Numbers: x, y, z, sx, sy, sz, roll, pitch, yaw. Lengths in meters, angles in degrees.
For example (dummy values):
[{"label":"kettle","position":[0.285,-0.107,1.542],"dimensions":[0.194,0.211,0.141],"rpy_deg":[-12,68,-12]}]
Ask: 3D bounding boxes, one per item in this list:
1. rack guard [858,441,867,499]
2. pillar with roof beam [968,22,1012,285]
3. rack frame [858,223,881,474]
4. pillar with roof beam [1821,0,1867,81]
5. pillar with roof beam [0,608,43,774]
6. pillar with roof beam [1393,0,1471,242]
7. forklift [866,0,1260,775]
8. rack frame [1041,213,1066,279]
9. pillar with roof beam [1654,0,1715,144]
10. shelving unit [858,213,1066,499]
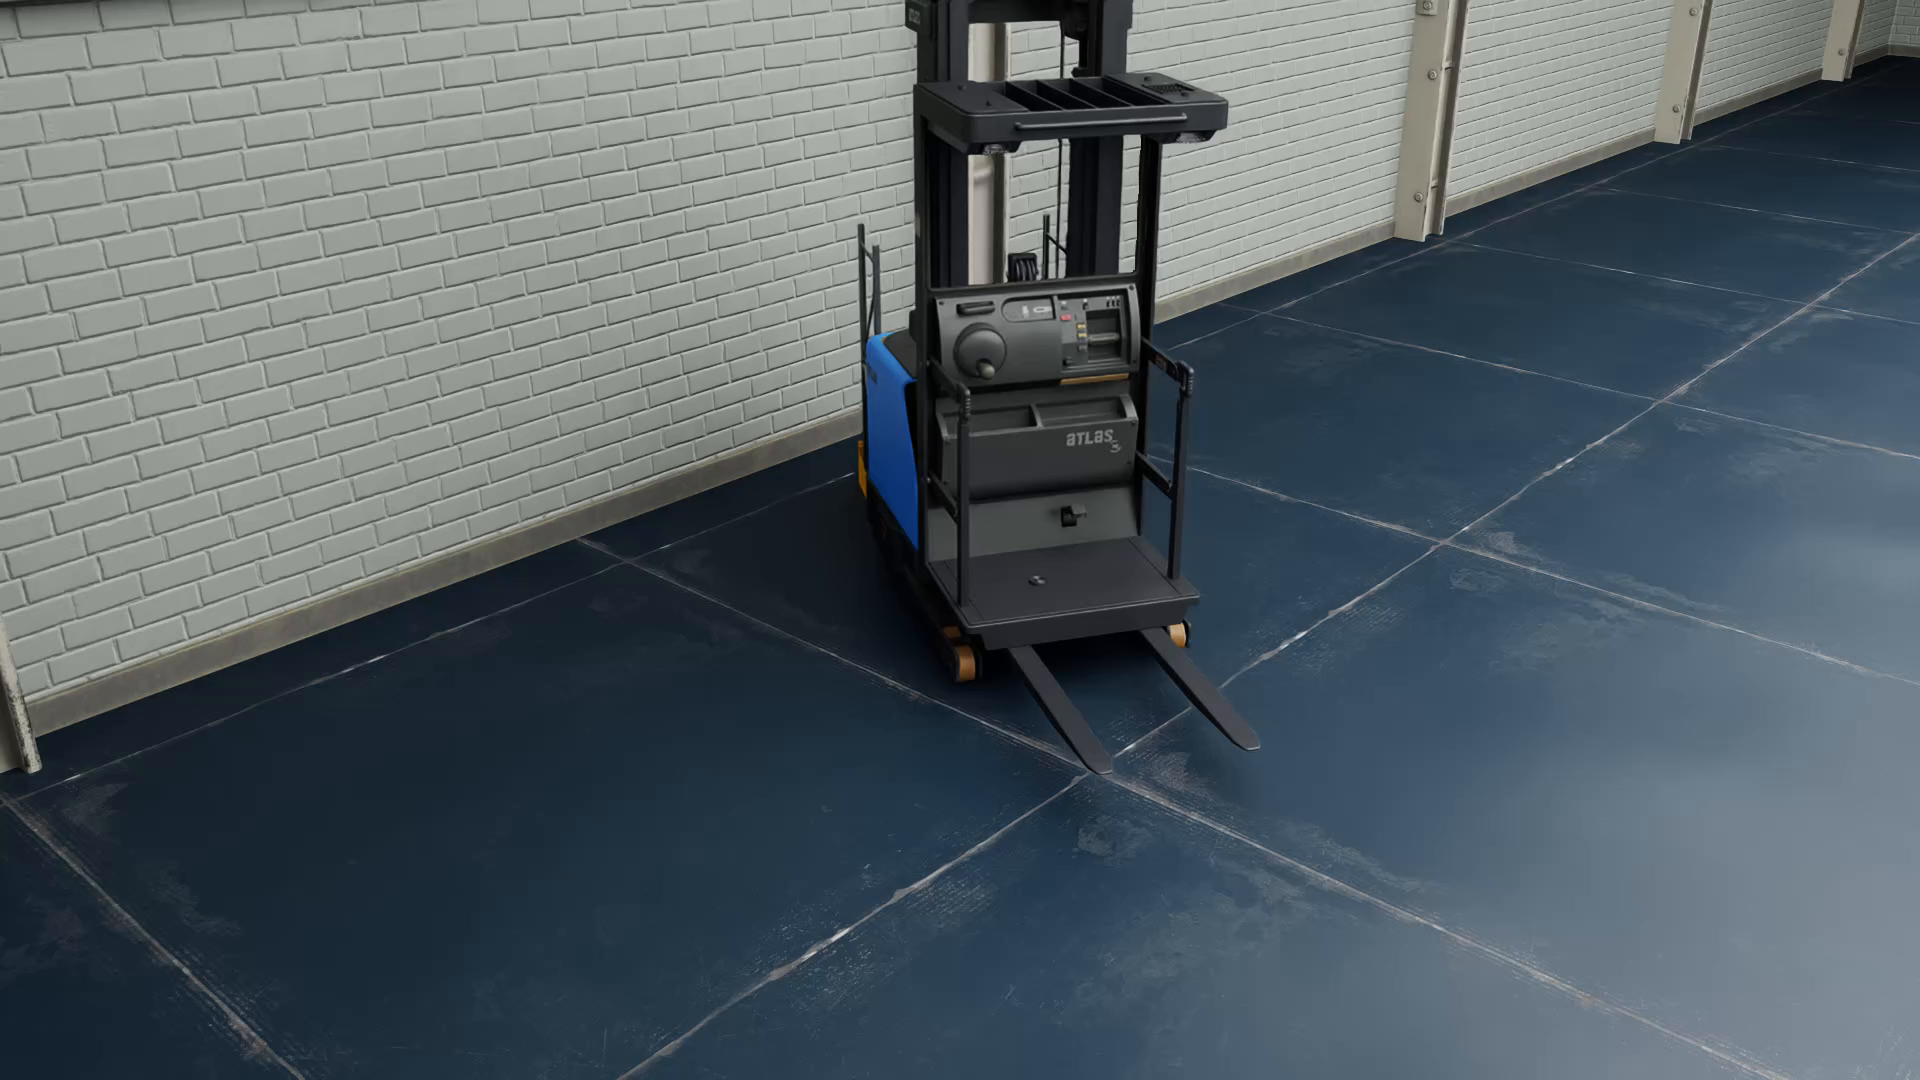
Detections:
[{"label":"rack guard","position":[-0.474,-0.330,9.180],"dimensions":[0.087,0.250,0.587],"rpy_deg":[-5,25,-12]},{"label":"pillar with roof beam","position":[3.270,-3.820,6.271],"dimensions":[9.100,9.000,0.400],"rpy_deg":[20,31,38]},{"label":"rack frame","position":[-0.475,-0.900,8.924],"dimensions":[0.032,1.500,0.500],"rpy_deg":[-5,25,-12]},{"label":"pillar with roof beam","position":[15.283,-9.304,18.502],"dimensions":[9.100,9.000,0.400],"rpy_deg":[20,31,38]},{"label":"pillar with roof beam","position":[-0.735,-1.992,2.194],"dimensions":[9.100,9.000,0.400],"rpy_deg":[20,31,38]},{"label":"pillar with roof beam","position":[7.274,-5.648,10.348],"dimensions":[9.100,9.000,0.400],"rpy_deg":[20,31,38]},{"label":"forklift","position":[0.412,-0.888,7.147],"dimensions":[1.130,2.935,3.031],"rpy_deg":[-7,25,-15]},{"label":"rack frame","position":[0.516,-0.991,9.128],"dimensions":[0.032,1.500,0.500],"rpy_deg":[-5,25,-12]},{"label":"pillar with roof beam","position":[11.279,-7.476,14.425],"dimensions":[9.100,9.000,0.400],"rpy_deg":[20,31,38]},{"label":"shelving unit","position":[0.012,-0.945,9.024],"dimensions":[1.083,1.500,0.587],"rpy_deg":[-5,25,-12]}]
